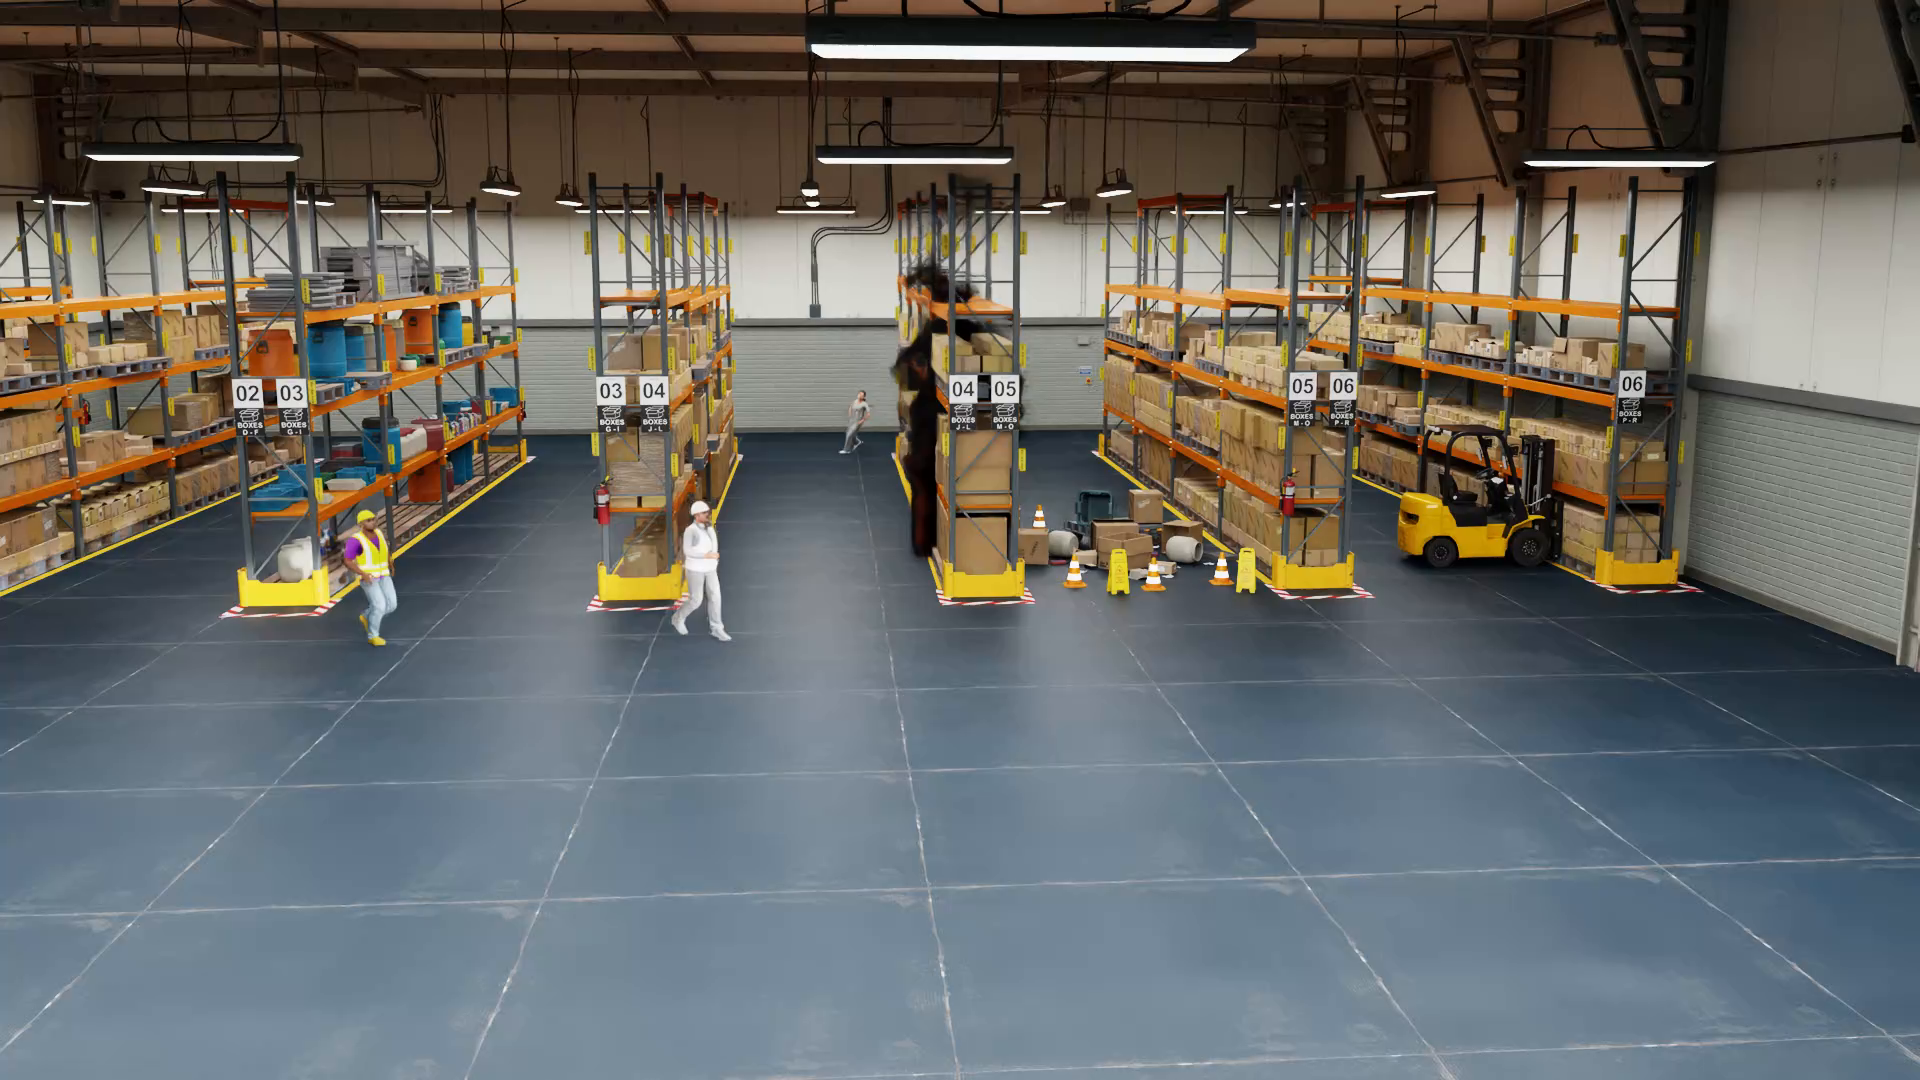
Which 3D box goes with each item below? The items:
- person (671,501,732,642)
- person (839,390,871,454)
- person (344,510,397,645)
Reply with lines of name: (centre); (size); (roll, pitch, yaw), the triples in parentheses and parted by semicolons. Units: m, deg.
person: (-3.336, 0.392, 21.362); (0.849, 1.805, 0.677); (6, 12, 29)
person: (-2.466, -2.873, 40.471); (0.741, 1.547, 0.661); (6, 12, 32)
person: (-7.468, 0.469, 21.118); (0.543, 1.728, 0.699); (5, 11, 28)
